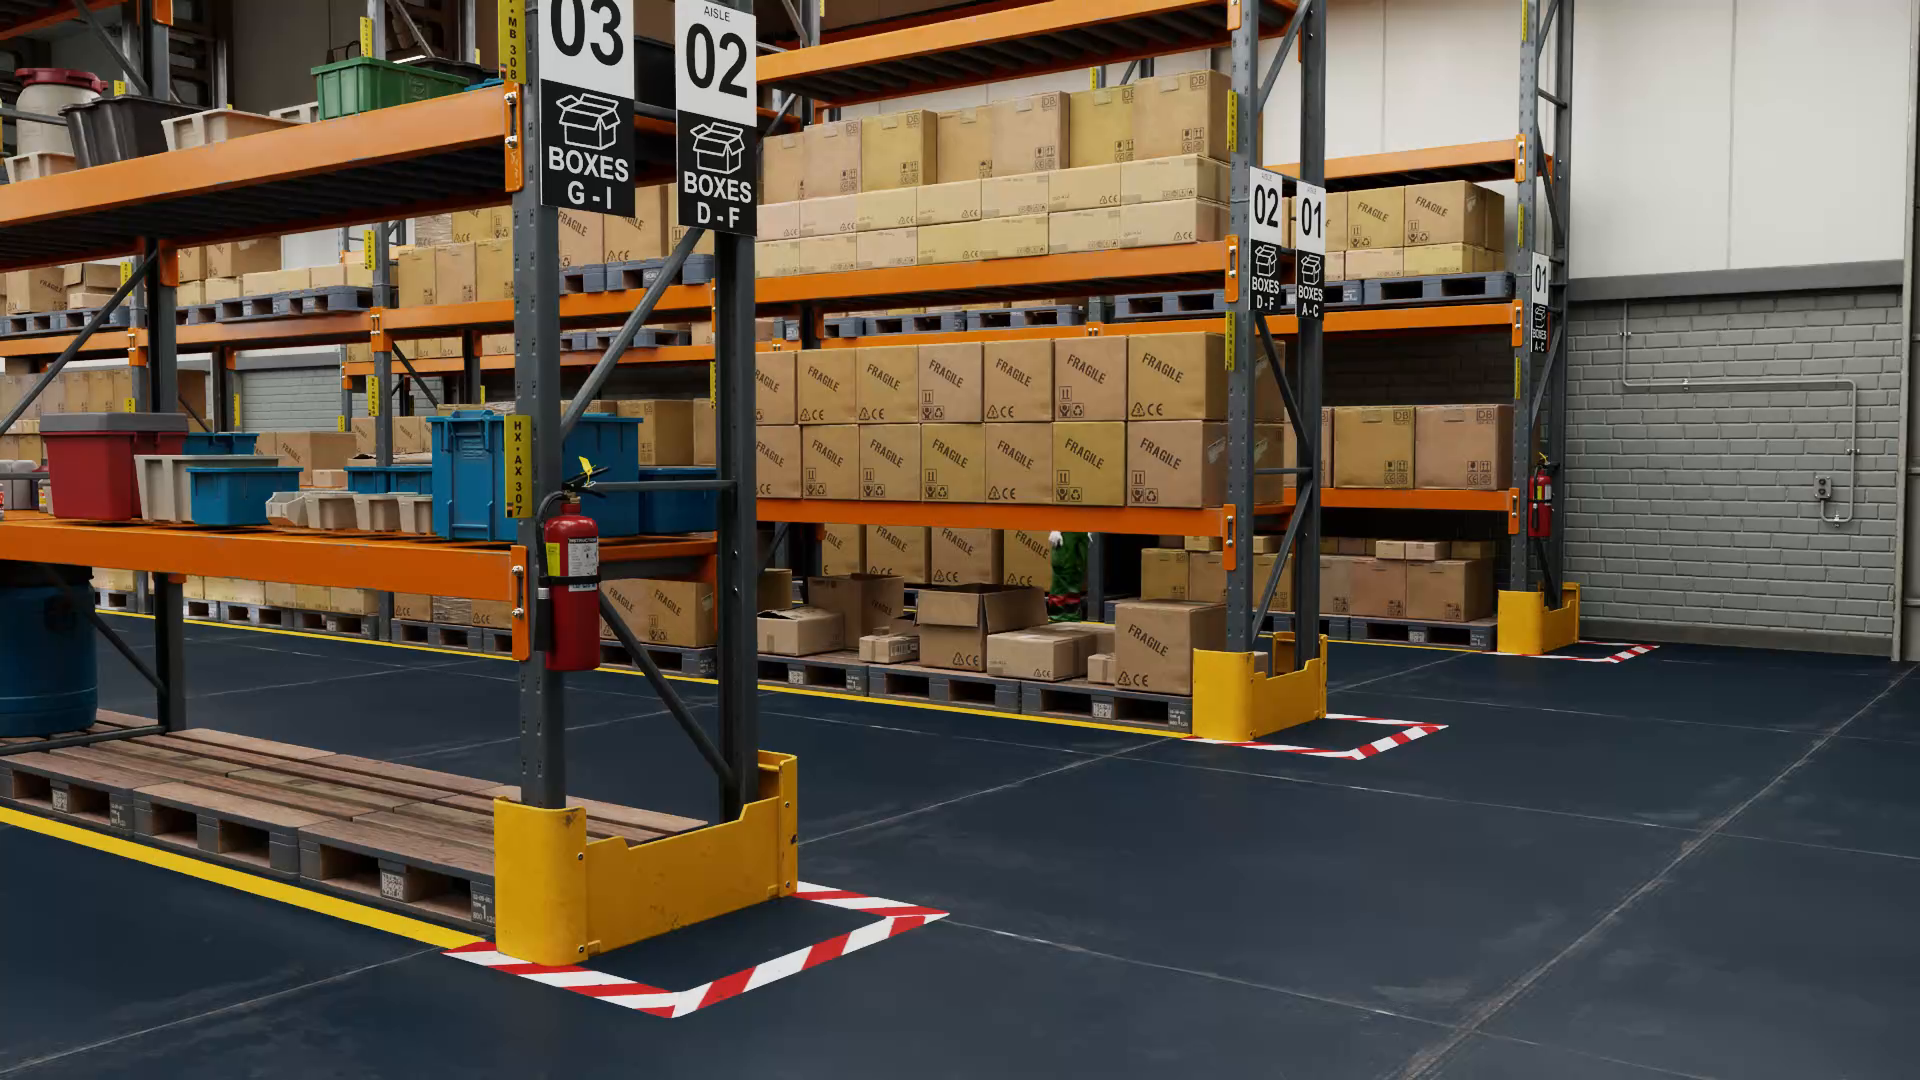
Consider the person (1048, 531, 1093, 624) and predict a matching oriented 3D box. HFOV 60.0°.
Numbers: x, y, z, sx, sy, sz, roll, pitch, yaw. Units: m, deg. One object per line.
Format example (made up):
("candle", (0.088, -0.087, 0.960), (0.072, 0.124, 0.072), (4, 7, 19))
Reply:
("person", (0.991, -0.062, 14.718), (0.364, 1.796, 0.526), (2, 4, 37))
